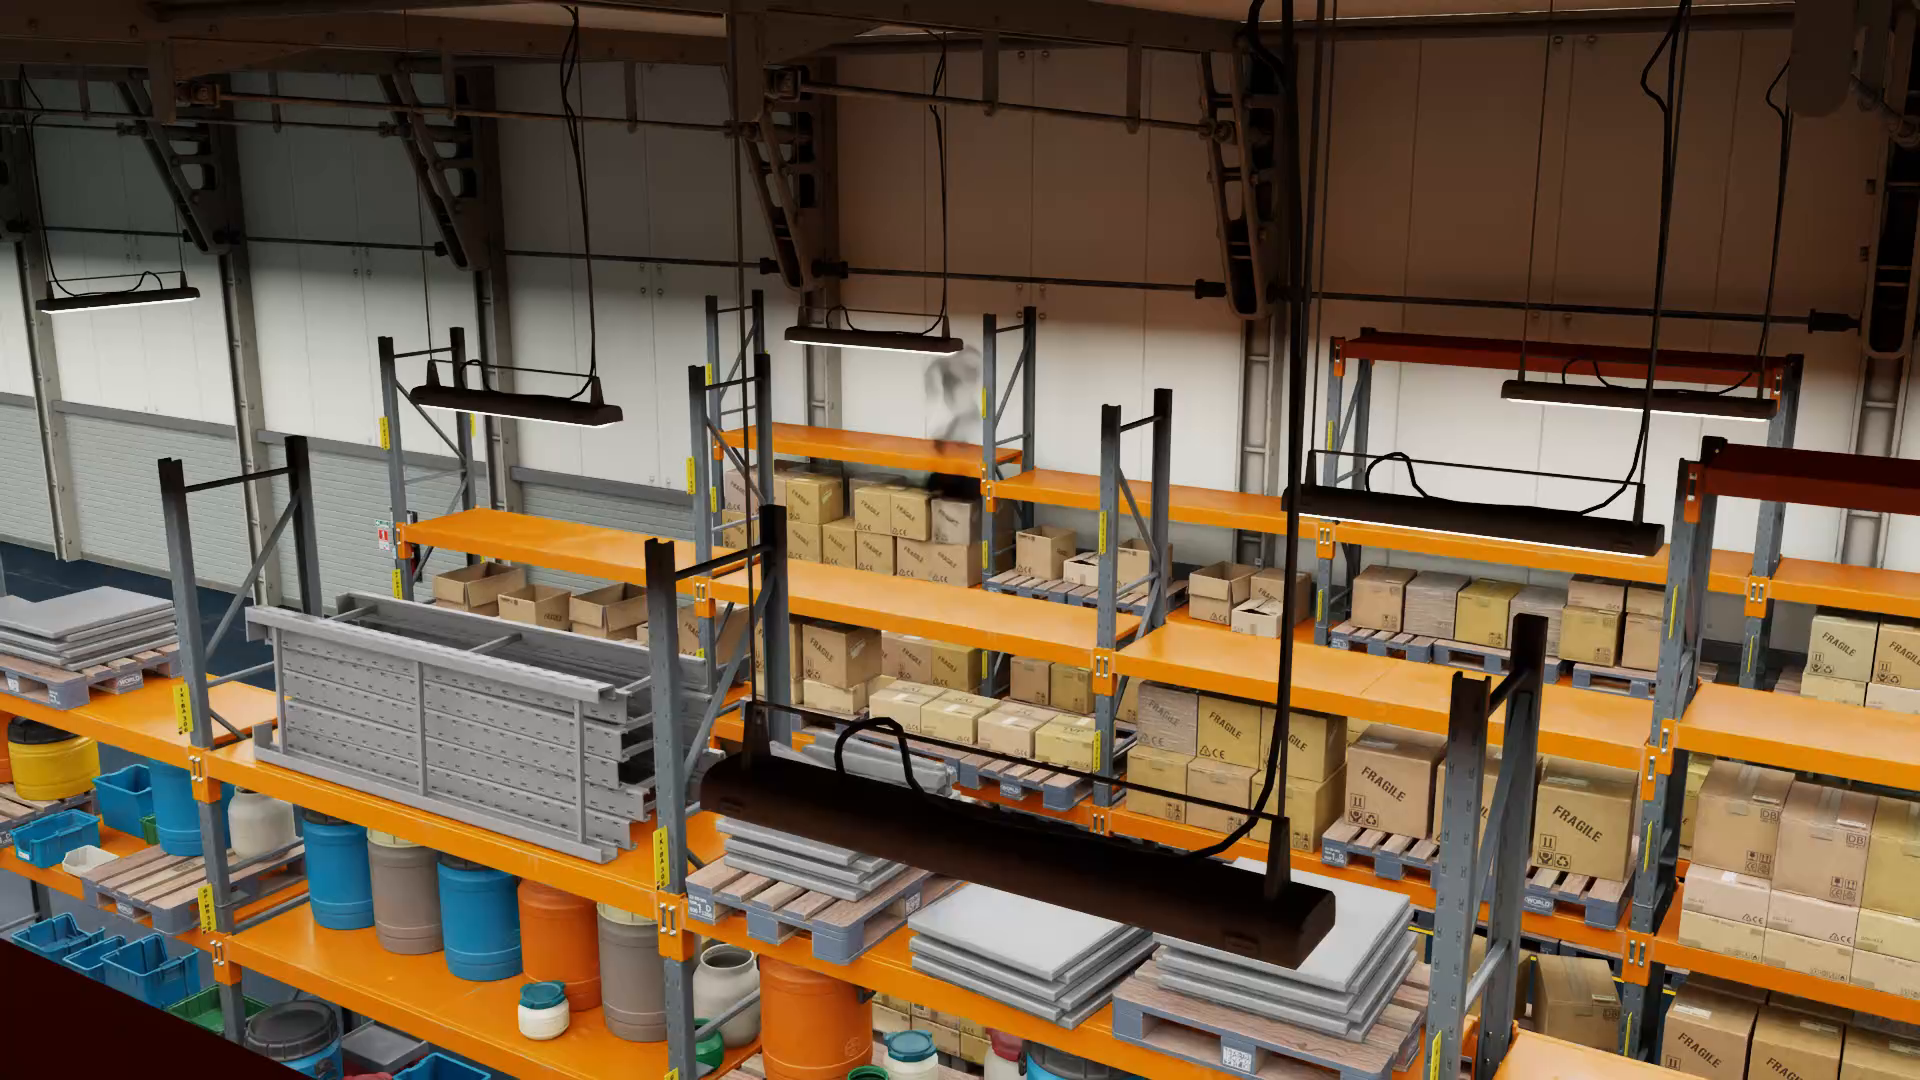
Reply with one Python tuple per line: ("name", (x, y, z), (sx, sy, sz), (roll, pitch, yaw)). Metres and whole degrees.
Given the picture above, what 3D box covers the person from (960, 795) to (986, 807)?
("person", (0.022, 3.146, 17.086), (0.761, 1.704, 0.655), (5, 15, 19))
